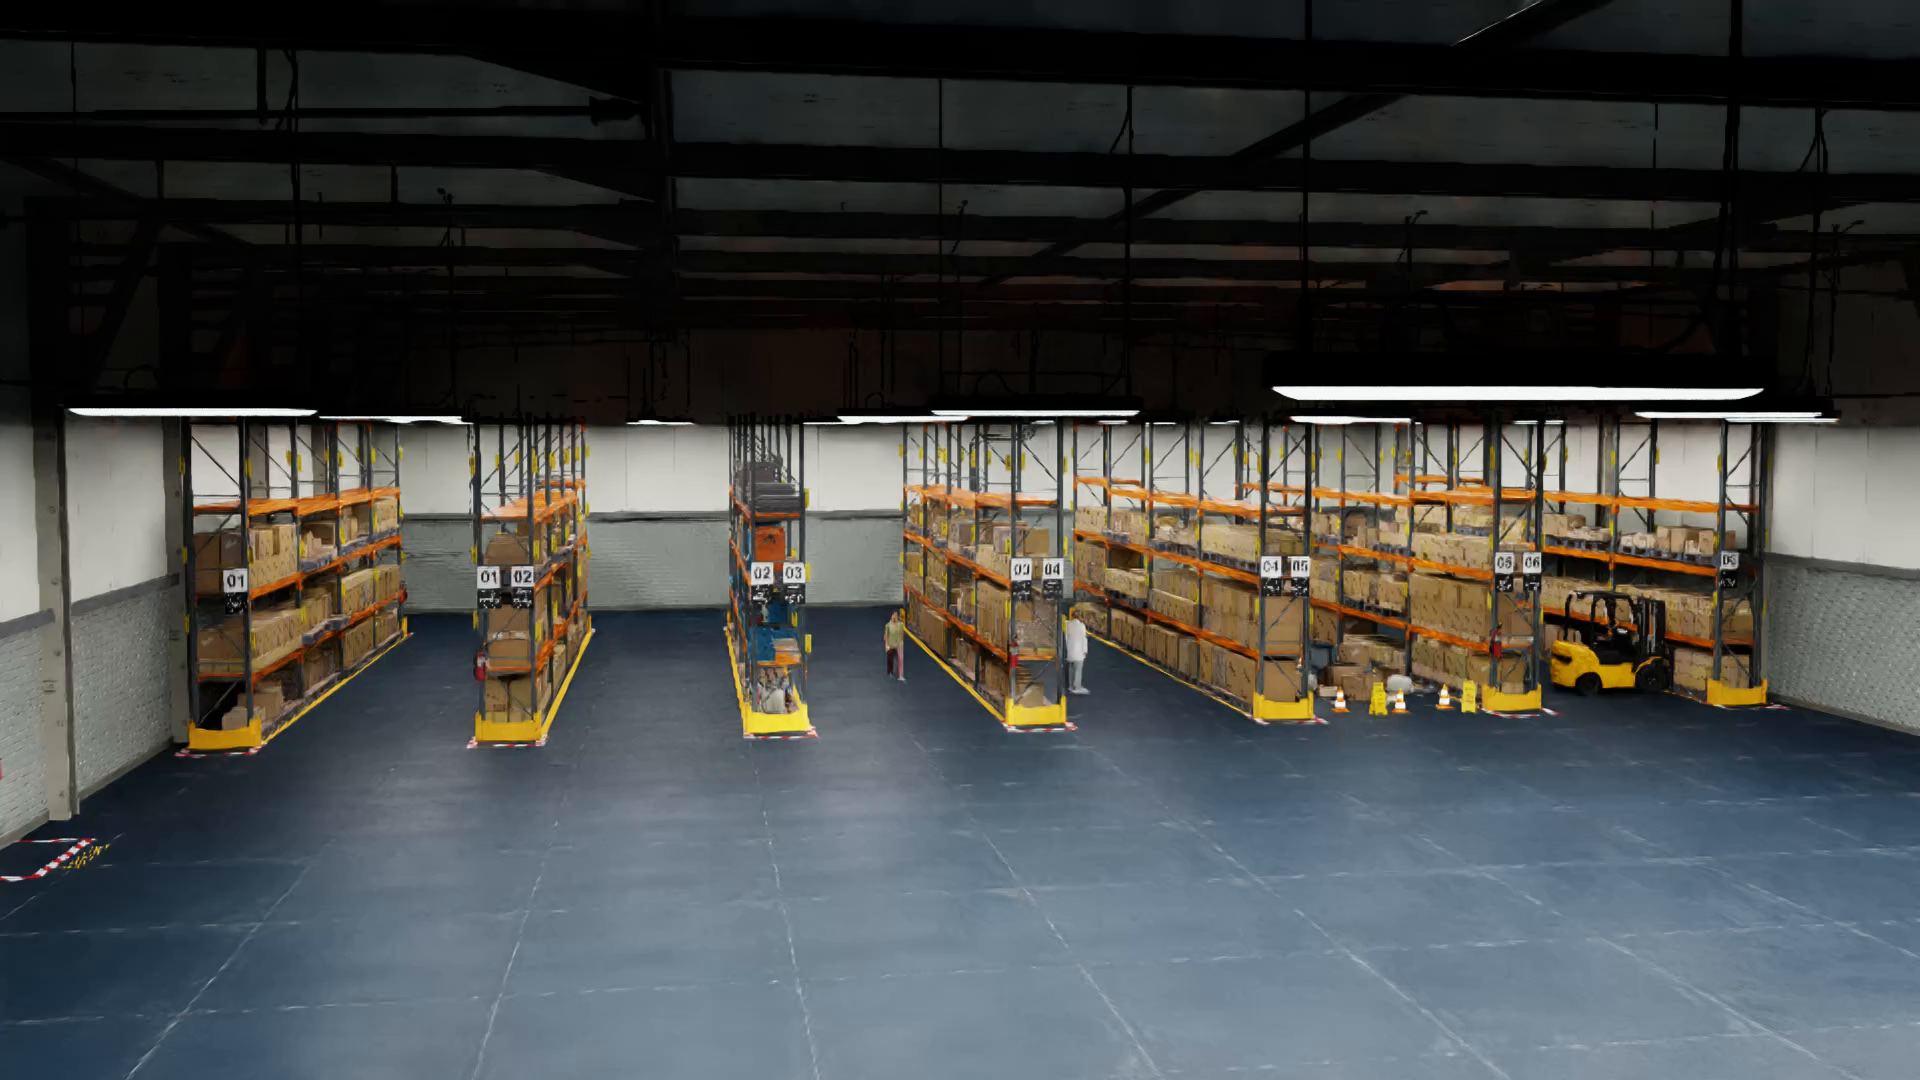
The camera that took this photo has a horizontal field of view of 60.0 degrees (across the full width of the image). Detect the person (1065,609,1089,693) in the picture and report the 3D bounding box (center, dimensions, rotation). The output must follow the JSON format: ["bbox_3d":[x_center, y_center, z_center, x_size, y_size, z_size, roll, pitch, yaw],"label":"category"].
[{"bbox_3d":[2.533,2.380,35.815,0.506,1.783,0.632,-3,5,-40],"label":"person"}]

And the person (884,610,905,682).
[{"bbox_3d":[-1.485,2.363,37.481,0.448,1.590,1.110,0,4,-7],"label":"person"}]

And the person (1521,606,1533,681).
[{"bbox_3d":[12.771,2.322,37.578,0.549,1.665,0.574,2,4,21],"label":"person"}]

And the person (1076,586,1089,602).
[{"bbox_3d":[3.868,1.251,52.941,0.561,1.762,0.564,2,4,28],"label":"person"}]
